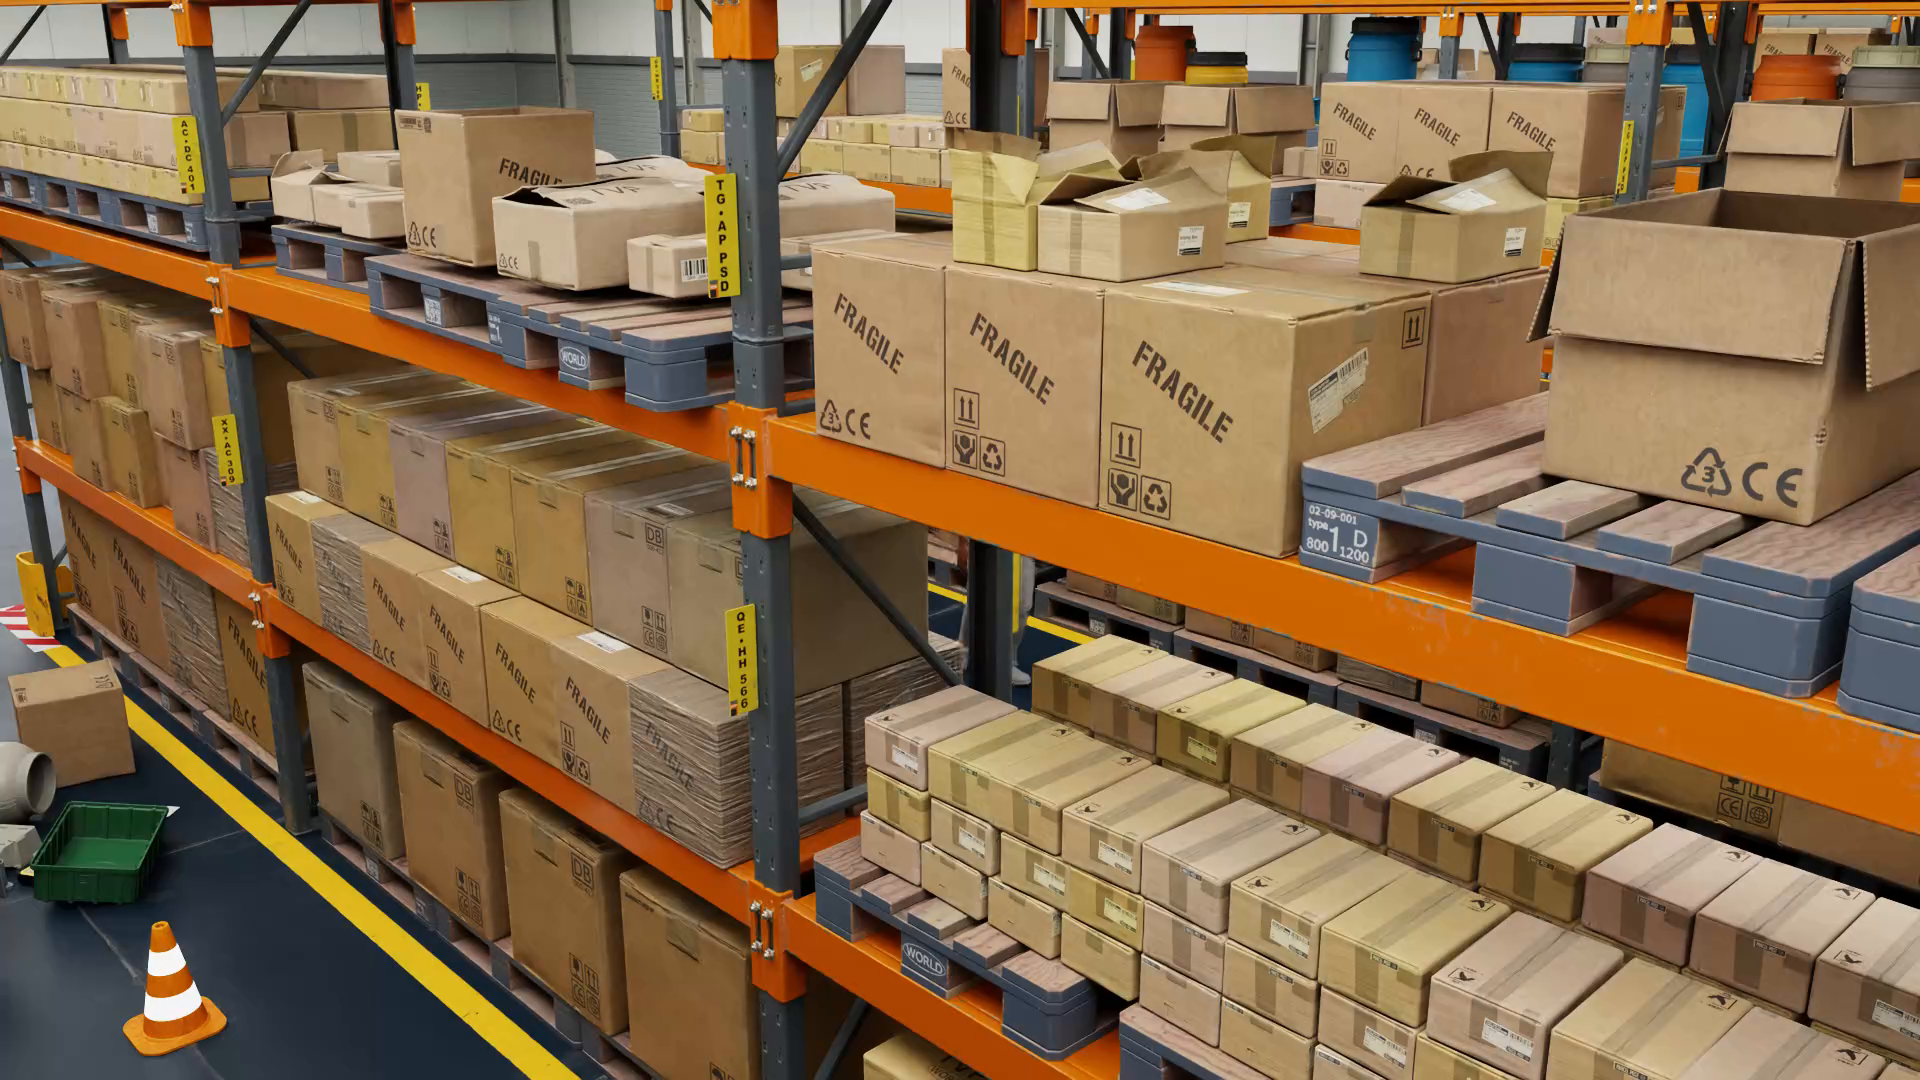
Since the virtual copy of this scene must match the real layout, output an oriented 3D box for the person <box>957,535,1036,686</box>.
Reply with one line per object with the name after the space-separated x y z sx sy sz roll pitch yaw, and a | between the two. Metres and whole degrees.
0.222 -0.002 10.018 0.603 1.754 0.571 -9 19 -27 | person
